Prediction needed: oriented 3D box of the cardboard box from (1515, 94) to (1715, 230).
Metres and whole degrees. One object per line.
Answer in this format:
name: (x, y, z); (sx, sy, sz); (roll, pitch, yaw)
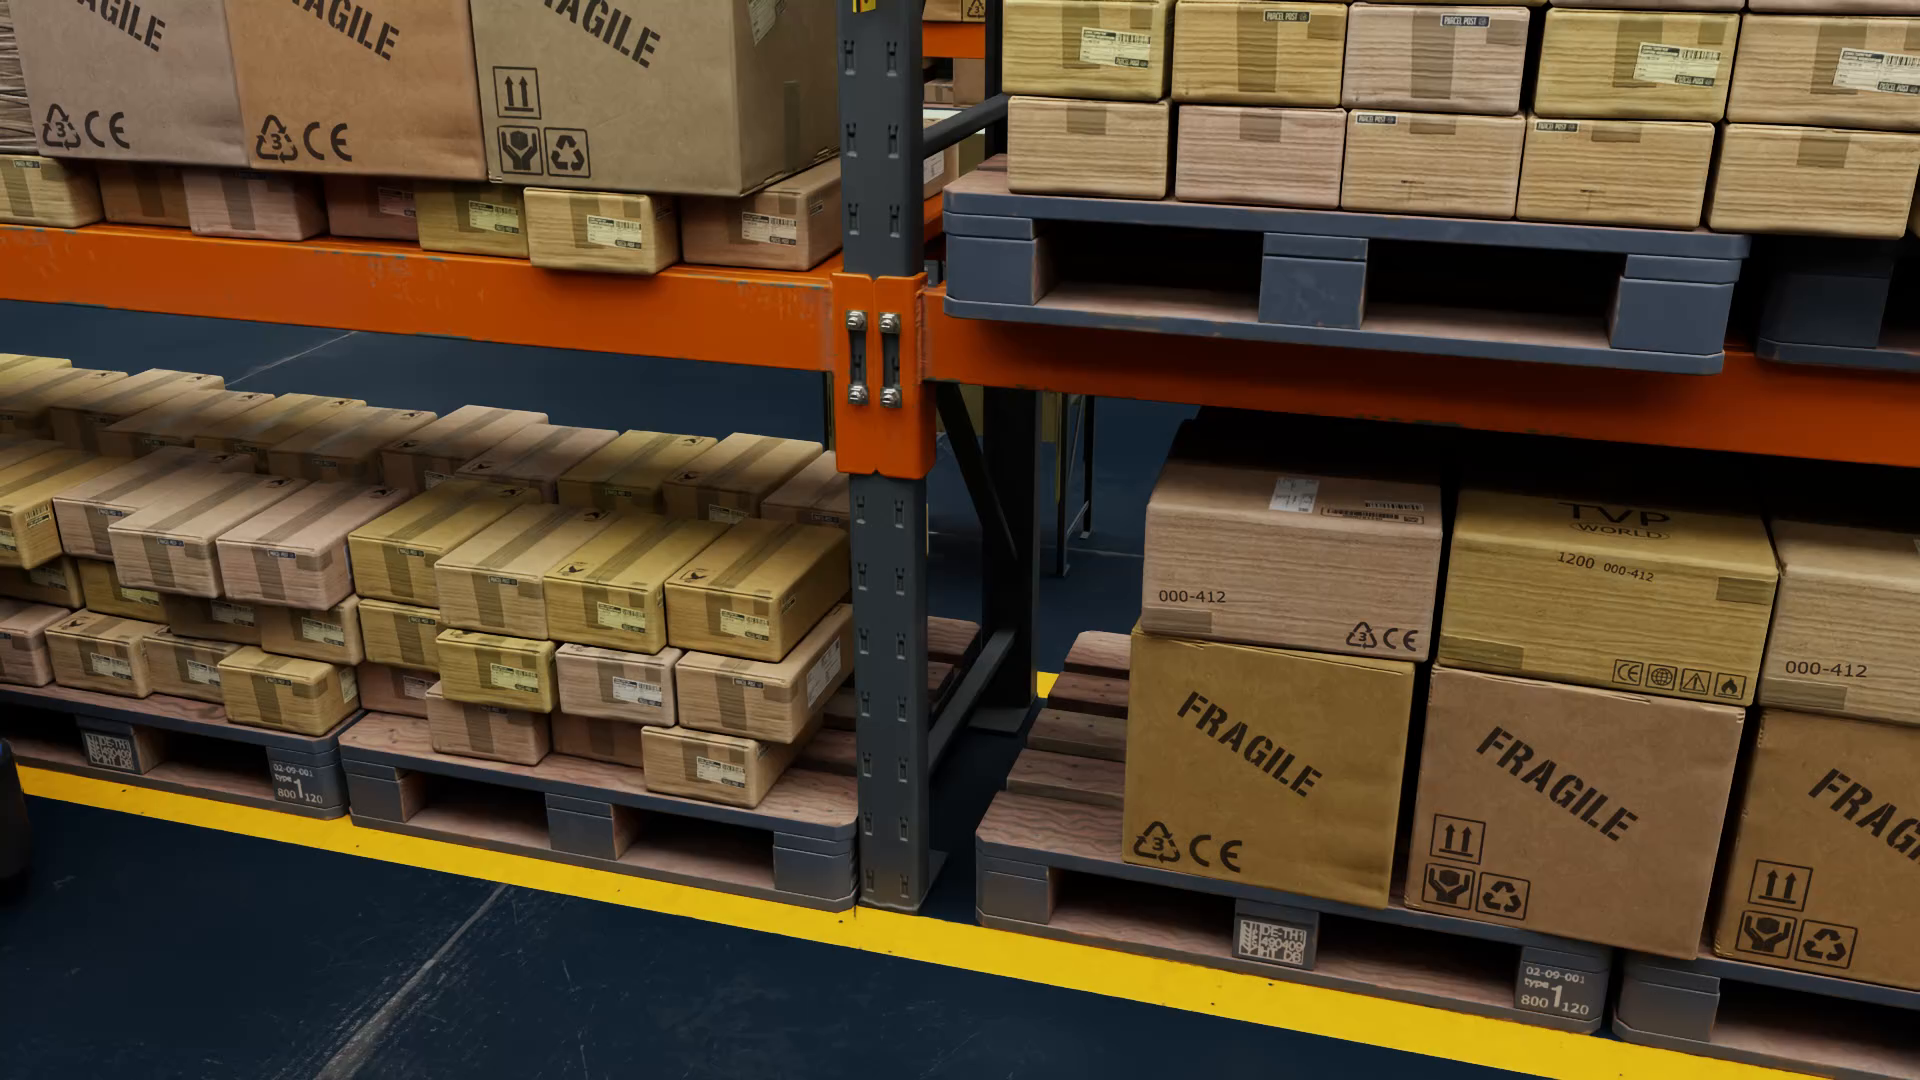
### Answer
cardboard box: (0.985, -0.590, 2.534); (0.250, 0.149, 0.380); (7, 23, 16)

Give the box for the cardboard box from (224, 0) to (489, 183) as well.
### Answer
cardboard box: (-1.046, -0.999, 3.229); (0.500, 0.500, 0.500); (6, 23, 14)

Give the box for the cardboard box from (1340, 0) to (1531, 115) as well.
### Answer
cardboard box: (0.736, -0.757, 2.548); (0.250, 0.149, 0.380); (7, 23, 17)

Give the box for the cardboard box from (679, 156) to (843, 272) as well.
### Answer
cardboard box: (-0.345, -0.637, 3.202); (0.250, 0.149, 0.380); (6, 23, 15)

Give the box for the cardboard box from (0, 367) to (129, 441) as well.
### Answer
cardboard box: (-2.515, -0.348, 4.586); (0.250, 0.149, 0.380); (6, 23, 13)

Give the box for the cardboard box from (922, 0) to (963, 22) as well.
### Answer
cardboard box: (-0.169, -2.725, 7.830); (0.500, 0.500, 0.500); (6, 23, 15)

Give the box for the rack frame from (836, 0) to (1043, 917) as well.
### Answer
rack frame: (-0.004, -0.807, 3.286); (0.127, 3.000, 1.000); (7, 23, 16)

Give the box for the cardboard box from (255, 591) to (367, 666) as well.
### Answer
cardboard box: (-1.383, 0.129, 3.815); (0.250, 0.149, 0.380); (7, 23, 17)

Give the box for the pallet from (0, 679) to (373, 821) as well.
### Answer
pallet: (-1.829, 0.289, 4.287); (1.213, 0.211, 1.003); (7, 23, 16)

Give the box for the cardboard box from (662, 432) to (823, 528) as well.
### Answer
cardboard box: (-0.521, -0.123, 4.036); (0.250, 0.149, 0.380); (8, 24, 18)

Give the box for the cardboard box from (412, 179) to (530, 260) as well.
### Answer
cardboard box: (-0.862, -0.677, 3.299); (0.250, 0.149, 0.380); (7, 23, 18)

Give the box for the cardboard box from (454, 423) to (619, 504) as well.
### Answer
cardboard box: (-1.033, -0.153, 4.109); (0.250, 0.149, 0.380); (6, 23, 14)

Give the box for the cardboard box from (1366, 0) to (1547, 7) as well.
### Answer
cardboard box: (0.753, -0.893, 2.488); (0.250, 0.149, 0.380); (7, 23, 16)

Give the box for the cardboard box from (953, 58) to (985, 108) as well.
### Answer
cardboard box: (0.295, -3.688, 13.048); (0.500, 0.500, 0.700); (8, 23, 18)

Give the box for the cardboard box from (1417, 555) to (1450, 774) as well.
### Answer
cardboard box: (1.268, 0.201, 3.568); (0.500, 0.500, 0.500); (6, 23, 14)

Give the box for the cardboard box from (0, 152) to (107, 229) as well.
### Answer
cardboard box: (-1.863, -0.783, 3.556); (0.250, 0.149, 0.380); (7, 23, 17)

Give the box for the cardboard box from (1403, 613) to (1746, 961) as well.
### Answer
cardboard box: (1.134, 0.390, 3.108); (0.500, 0.500, 0.500); (8, 24, 18)

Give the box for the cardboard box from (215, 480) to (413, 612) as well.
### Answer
cardboard box: (-1.428, 0.007, 3.721); (0.250, 0.149, 0.380); (5, 23, 13)

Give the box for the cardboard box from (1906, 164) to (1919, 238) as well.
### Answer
cardboard box: (1.492, -0.534, 2.397); (0.250, 0.149, 0.380); (6, 23, 15)

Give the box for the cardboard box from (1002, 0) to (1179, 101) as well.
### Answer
cardboard box: (0.240, -0.813, 2.684); (0.250, 0.149, 0.380); (7, 23, 16)

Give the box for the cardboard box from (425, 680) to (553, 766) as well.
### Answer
cardboard box: (-0.974, 0.334, 3.707); (0.250, 0.149, 0.380); (6, 23, 14)

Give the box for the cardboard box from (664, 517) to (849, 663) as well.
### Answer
cardboard box: (-0.420, 0.098, 3.498); (0.250, 0.149, 0.380); (7, 23, 17)

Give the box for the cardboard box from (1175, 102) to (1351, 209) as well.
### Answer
cardboard box: (0.507, -0.647, 2.672); (0.250, 0.149, 0.380); (7, 23, 16)

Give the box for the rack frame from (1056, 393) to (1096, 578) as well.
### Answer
rack frame: (0.357, -0.653, 4.886); (0.023, 1.500, 0.400); (7, 23, 16)

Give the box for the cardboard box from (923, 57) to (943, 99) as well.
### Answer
cardboard box: (-0.512, -3.797, 13.310); (0.637, 0.503, 0.797); (6, 23, 13)

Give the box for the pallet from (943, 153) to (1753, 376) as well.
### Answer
pallet: (0.685, -0.582, 2.989); (1.213, 0.211, 1.003); (7, 23, 16)

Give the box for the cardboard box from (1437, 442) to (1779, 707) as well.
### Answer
cardboard box: (1.137, 0.042, 2.966); (0.500, 0.250, 0.500); (7, 23, 17)

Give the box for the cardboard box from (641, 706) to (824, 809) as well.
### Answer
cardboard box: (-0.478, 0.398, 3.550); (0.250, 0.149, 0.380); (7, 23, 16)

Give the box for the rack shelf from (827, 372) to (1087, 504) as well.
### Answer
rack shelf: (0.006, -0.392, 5.107); (0.720, 0.370, 0.431); (7, 23, 16)

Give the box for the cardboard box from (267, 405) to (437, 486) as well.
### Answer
cardboard box: (-1.538, -0.210, 4.249); (0.250, 0.149, 0.380); (6, 23, 13)

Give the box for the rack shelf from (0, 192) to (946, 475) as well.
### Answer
rack shelf: (-1.919, -0.694, 3.957); (4.000, 0.370, 1.077); (7, 23, 16)

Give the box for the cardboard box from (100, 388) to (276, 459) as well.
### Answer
cardboard box: (-2.022, -0.270, 4.395); (0.250, 0.149, 0.380); (6, 23, 14)

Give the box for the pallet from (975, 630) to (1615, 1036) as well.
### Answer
pallet: (0.742, 0.568, 3.608); (1.213, 0.211, 1.003); (7, 23, 16)

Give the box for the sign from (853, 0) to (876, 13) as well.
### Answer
sign: (-0.154, -1.010, 2.639); (0.005, 0.325, 0.100); (7, 23, 16)

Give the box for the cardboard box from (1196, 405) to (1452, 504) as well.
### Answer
cardboard box: (0.782, -0.202, 3.563); (0.500, 0.250, 0.500); (6, 23, 14)

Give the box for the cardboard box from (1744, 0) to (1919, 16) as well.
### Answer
cardboard box: (1.237, -0.837, 2.351); (0.250, 0.149, 0.380); (6, 23, 15)

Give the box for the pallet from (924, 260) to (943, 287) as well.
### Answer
pallet: (-0.548, -1.572, 8.823); (1.213, 0.211, 1.003); (7, 23, 16)

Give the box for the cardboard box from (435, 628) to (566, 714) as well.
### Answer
cardboard box: (-0.922, 0.213, 3.610); (0.250, 0.149, 0.380); (6, 23, 14)

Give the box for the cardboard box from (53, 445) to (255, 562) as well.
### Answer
cardboard box: (-1.896, -0.086, 3.945); (0.250, 0.149, 0.380); (7, 23, 16)

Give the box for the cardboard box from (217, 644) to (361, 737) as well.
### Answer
cardboard box: (-1.469, 0.285, 3.826); (0.250, 0.149, 0.380); (6, 23, 15)

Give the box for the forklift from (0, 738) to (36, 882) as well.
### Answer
forklift: (-3.203, -0.281, 2.094); (1.130, 2.935, 3.031); (15, 27, 33)

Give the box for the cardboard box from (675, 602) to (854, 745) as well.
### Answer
cardboard box: (-0.398, 0.261, 3.493); (0.250, 0.149, 0.380); (7, 23, 17)

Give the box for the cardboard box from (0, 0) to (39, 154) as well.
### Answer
cardboard box: (-2.009, -1.119, 3.521); (0.500, 0.500, 0.500); (6, 23, 14)

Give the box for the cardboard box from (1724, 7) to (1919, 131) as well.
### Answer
cardboard box: (1.244, -0.700, 2.409); (0.250, 0.149, 0.380); (8, 23, 18)

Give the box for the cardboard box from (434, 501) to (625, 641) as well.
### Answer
cardboard box: (-0.916, 0.059, 3.592); (0.250, 0.149, 0.380); (6, 23, 15)

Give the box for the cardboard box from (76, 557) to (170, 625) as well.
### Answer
cardboard box: (-1.877, 0.047, 4.014); (0.250, 0.149, 0.380); (8, 24, 18)

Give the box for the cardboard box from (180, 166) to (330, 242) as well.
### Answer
cardboard box: (-1.370, -0.733, 3.436); (0.250, 0.149, 0.380); (6, 23, 13)

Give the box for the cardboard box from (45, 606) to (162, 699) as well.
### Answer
cardboard box: (-1.940, 0.217, 3.991); (0.250, 0.149, 0.380); (7, 23, 16)

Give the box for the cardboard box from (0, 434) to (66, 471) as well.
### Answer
cardboard box: (-2.403, -0.124, 4.039); (0.250, 0.149, 0.380); (7, 23, 18)

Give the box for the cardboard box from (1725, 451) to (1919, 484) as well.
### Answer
cardboard box: (1.780, -0.088, 3.285); (0.500, 0.250, 0.500); (5, 23, 13)

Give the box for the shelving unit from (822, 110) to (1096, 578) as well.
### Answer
shelving unit: (0.006, -0.693, 4.984); (0.755, 1.500, 0.431); (7, 23, 16)
